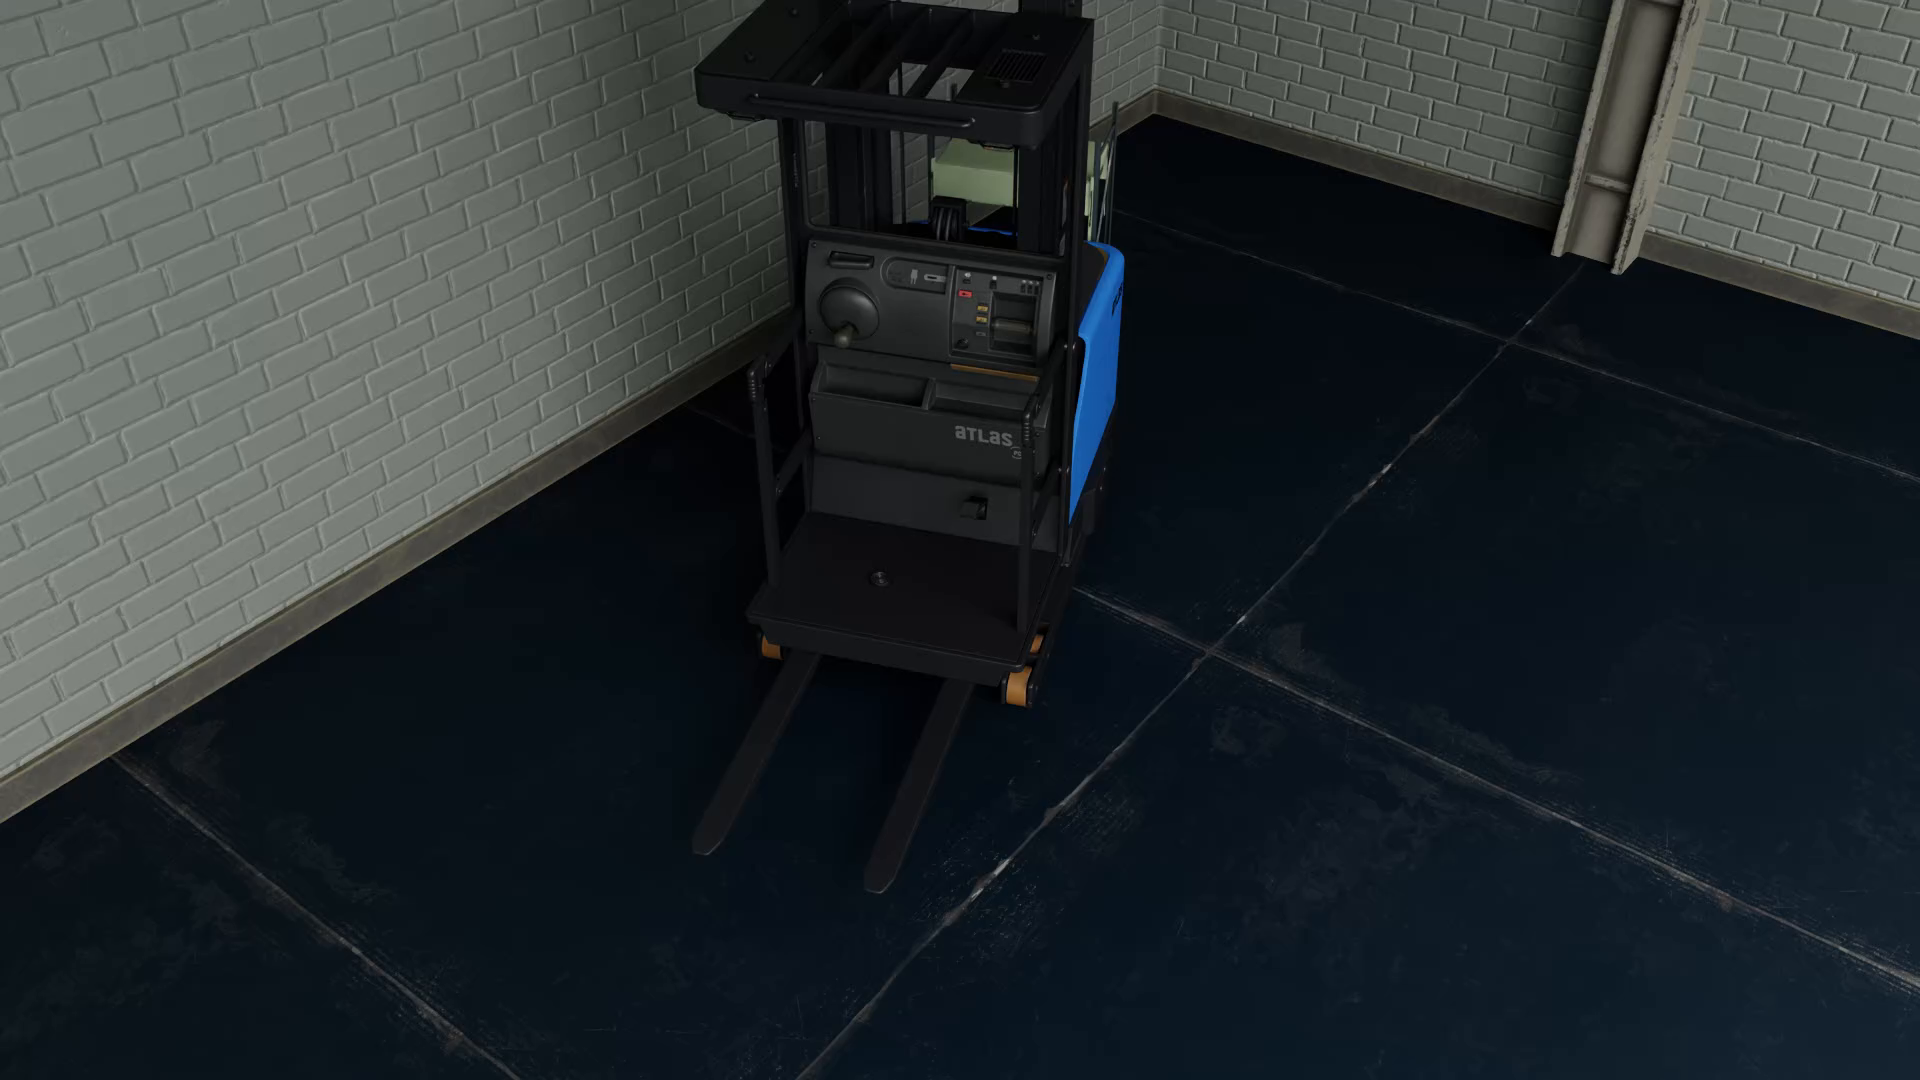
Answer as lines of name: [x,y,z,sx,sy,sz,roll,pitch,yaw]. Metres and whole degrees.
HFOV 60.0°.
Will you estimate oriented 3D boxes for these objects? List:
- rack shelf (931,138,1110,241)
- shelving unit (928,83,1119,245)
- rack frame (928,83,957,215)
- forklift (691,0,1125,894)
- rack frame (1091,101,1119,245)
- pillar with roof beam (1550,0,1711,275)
rack shelf: [0.278,-1.577,7.415,0.720,0.370,0.431,10,39,12]
shelving unit: [0.278,-1.270,7.655,0.755,1.500,0.431,10,39,12]
rack frame: [-0.075,-1.331,7.733,0.023,1.500,0.400,10,39,12]
forklift: [-0.169,-0.781,5.870,1.130,2.935,3.031,10,39,12]
rack frame: [0.630,-1.209,7.578,0.023,1.500,0.400,10,39,12]
pillar with roof beam: [0.931,-3.033,3.825,0.400,9.000,9.100,25,45,29]
